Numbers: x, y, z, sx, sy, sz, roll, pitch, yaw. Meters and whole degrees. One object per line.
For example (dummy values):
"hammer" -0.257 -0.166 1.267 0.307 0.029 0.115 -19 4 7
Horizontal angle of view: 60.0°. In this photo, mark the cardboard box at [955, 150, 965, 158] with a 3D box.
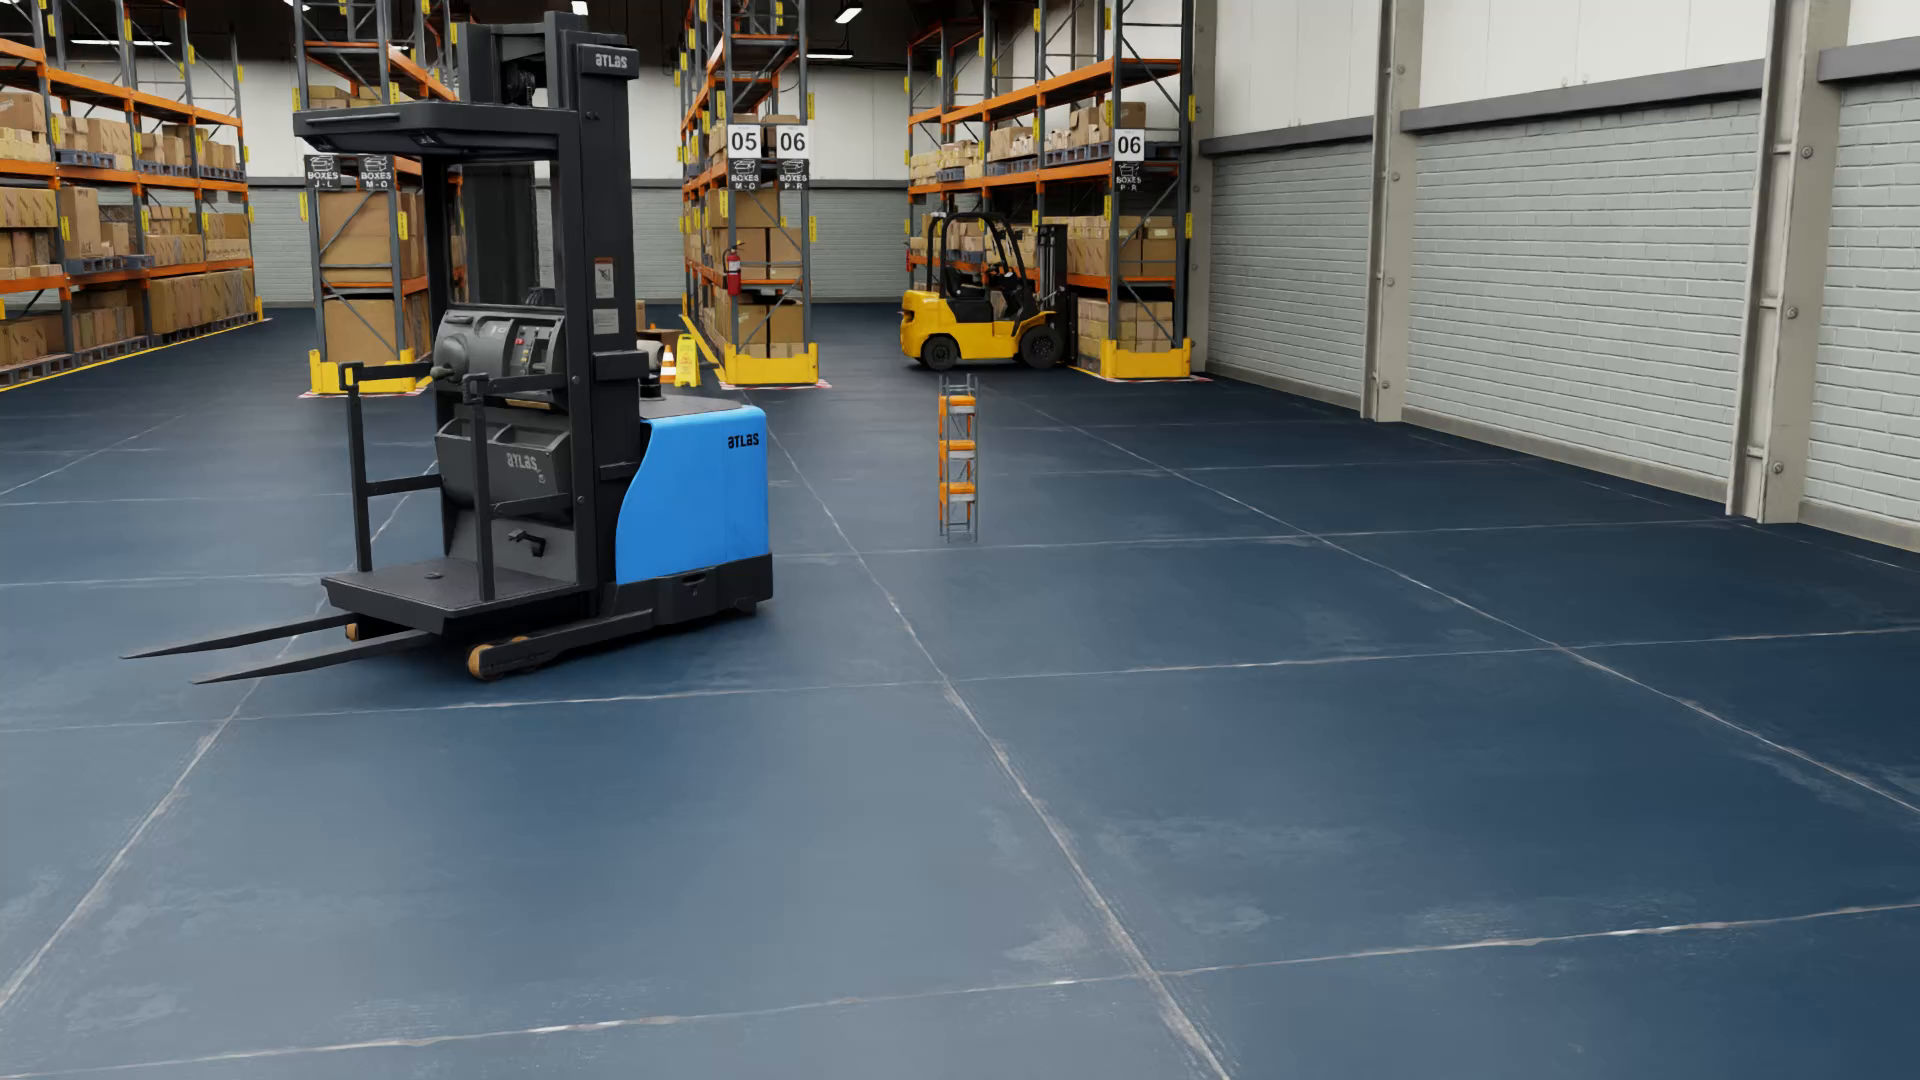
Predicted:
"cardboard box" 0.119 -7.268 31.323 0.380 0.149 0.250 -2 11 -11

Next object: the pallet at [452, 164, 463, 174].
"pallet" -8.614 -6.019 26.778 1.213 0.211 1.003 -2 11 -8

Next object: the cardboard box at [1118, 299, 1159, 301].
"cardboard box" 2.460 -3.200 23.042 0.500 0.250 0.500 -2 11 -11

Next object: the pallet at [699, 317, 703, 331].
"pallet" -4.510 -4.177 32.080 1.003 0.211 1.213 -2 11 -11

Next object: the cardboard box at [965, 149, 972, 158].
"cardboard box" 0.303 -7.166 30.840 0.380 0.149 0.250 -2 11 -11

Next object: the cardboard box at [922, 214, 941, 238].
"cardboard box" -0.527 -6.674 35.337 0.500 0.500 0.500 -2 11 -10

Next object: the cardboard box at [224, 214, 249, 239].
"cardboard box" -14.880 -6.420 34.006 0.500 0.500 0.500 -2 11 -10

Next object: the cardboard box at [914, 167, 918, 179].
"cardboard box" -0.706 -7.963 36.095 0.500 0.250 0.500 -2 11 -10

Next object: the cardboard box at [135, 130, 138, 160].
"cardboard box" -13.866 -6.432 27.045 0.797 0.503 0.637 -1 11 -8

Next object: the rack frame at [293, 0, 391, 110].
"rack frame" -7.236 -6.234 19.381 1.000 3.000 0.127 -2 11 -11

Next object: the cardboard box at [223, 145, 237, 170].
"cardboard box" -15.079 -7.744 33.680 0.700 0.500 0.500 -3 11 -14

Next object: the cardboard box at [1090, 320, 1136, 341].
"cardboard box" 2.067 -2.845 22.518 0.500 0.250 0.500 -2 11 -12

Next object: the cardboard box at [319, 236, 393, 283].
"cardboard box" -7.352 -3.427 20.277 0.875 0.550 0.550 -2 11 -11

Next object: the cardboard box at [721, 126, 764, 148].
"cardboard box" -2.764 -5.115 21.133 0.500 0.250 0.500 -2 11 -12

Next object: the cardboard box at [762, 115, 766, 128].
"cardboard box" -2.333 -5.345 21.275 0.380 0.149 0.250 -2 11 -11

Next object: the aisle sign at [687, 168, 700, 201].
"aisle sign" -5.810 -7.699 36.174 0.394 0.787 0.004 -2 11 -11

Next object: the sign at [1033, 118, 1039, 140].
"sign" 1.160 -6.261 25.320 0.100 0.325 0.005 -2 11 -11

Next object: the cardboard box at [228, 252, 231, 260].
"cardboard box" -14.491 -5.555 32.529 0.380 0.149 0.250 -2 11 -13

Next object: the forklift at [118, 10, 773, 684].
"forklift" -2.307 -0.916 7.669 1.130 2.935 3.031 9 14 39

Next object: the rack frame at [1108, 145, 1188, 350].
"rack frame" 2.468 -3.666 21.937 1.000 3.000 0.127 -2 11 -11

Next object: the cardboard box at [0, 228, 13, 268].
"cardboard box" -12.556 -3.695 21.023 0.875 0.500 0.500 -2 11 -11

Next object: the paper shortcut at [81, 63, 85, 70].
"paper shortcut" -14.449 -7.831 27.399 0.009 0.170 0.078 9 -22 -13

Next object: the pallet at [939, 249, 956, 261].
"pallet" 0.183 -5.622 32.728 1.003 0.211 1.213 -2 11 -11

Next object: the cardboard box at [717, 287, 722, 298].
"cardboard box" -3.261 -3.524 23.680 0.380 0.149 0.250 -2 11 -9

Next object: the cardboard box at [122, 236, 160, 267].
"cardboard box" -13.504 -4.740 27.312 0.500 0.500 0.500 -2 11 -9

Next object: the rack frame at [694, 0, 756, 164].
"rack frame" -3.956 -7.900 28.133 1.000 3.000 0.127 -2 11 -11

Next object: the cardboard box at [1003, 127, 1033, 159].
"cardboard box" 1.012 -6.583 27.582 0.500 0.500 0.500 -2 11 -10

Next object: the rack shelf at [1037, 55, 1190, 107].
"rack shelf" 2.079 -6.430 23.408 1.077 0.370 4.000 -2 11 -11

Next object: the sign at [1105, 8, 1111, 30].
"sign" 2.240 -7.899 25.211 0.100 0.325 0.005 -2 11 -11

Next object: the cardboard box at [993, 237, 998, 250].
"cardboard box" 0.855 -5.123 28.656 0.500 0.250 0.500 -2 11 -9

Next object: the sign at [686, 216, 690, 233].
"sign" -5.278 -6.130 32.353 0.100 0.325 0.005 -2 11 -11

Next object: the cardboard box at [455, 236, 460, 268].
"cardboard box" -8.345 -4.639 26.778 0.500 0.500 0.500 -2 11 -11

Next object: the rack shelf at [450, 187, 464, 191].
"rack shelf" -9.959 -6.975 33.219 1.077 0.370 4.000 -2 11 -11

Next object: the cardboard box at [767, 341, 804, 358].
"cardboard box" -2.285 -2.499 22.033 0.500 0.250 0.500 -2 11 -11

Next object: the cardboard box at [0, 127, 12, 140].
"cardboard box" -12.290 -5.164 21.116 0.380 0.149 0.250 -2 11 -8

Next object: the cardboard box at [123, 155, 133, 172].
"cardboard box" -13.343 -5.914 26.123 0.500 0.250 0.500 -2 11 -11

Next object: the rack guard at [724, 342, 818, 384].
"rack guard" -2.415 -2.271 21.292 1.175 0.500 0.348 -2 11 -11

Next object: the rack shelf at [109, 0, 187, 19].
"rack shelf" -14.066 -9.185 27.923 1.077 0.370 4.000 -2 11 -11

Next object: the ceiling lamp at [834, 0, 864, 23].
"ceiling lamp" -1.858 -11.448 31.166 0.800 3.185 2.000 -2 11 -11

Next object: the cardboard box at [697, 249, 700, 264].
"cardboard box" -4.424 -5.055 29.635 0.500 0.250 0.500 -2 11 -10

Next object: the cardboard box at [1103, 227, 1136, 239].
"cardboard box" 2.126 -4.088 22.148 0.380 0.149 0.250 -2 11 -10

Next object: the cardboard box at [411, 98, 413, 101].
"cardboard box" -7.334 -5.684 21.662 0.380 0.149 0.250 -2 11 -10

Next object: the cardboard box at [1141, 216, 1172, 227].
"cardboard box" 2.613 -4.250 22.204 0.380 0.149 0.250 -2 11 -12

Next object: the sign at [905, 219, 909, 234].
"sign" -1.176 -7.006 37.170 0.100 0.325 0.005 -2 11 -11

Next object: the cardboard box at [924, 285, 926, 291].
"cardboard box" -0.485 -5.205 35.582 0.500 0.500 0.500 -2 11 -10

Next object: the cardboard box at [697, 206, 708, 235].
"cardboard box" -4.313 -5.578 29.040 0.500 0.500 0.500 -2 11 -13

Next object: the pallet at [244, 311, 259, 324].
"pallet" -15.000 -4.546 34.015 1.003 0.211 1.213 -2 11 -11

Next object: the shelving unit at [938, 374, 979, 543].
"shelving unit" -0.010 -0.526 10.650 0.215 1.050 0.252 -2 11 -11

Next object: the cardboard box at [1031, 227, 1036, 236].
"cardboard box" 1.338 -4.869 26.254 0.380 0.149 0.250 -2 11 -12

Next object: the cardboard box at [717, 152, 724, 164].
"cardboard box" -3.086 -5.171 22.490 0.380 0.149 0.250 -2 11 -12
